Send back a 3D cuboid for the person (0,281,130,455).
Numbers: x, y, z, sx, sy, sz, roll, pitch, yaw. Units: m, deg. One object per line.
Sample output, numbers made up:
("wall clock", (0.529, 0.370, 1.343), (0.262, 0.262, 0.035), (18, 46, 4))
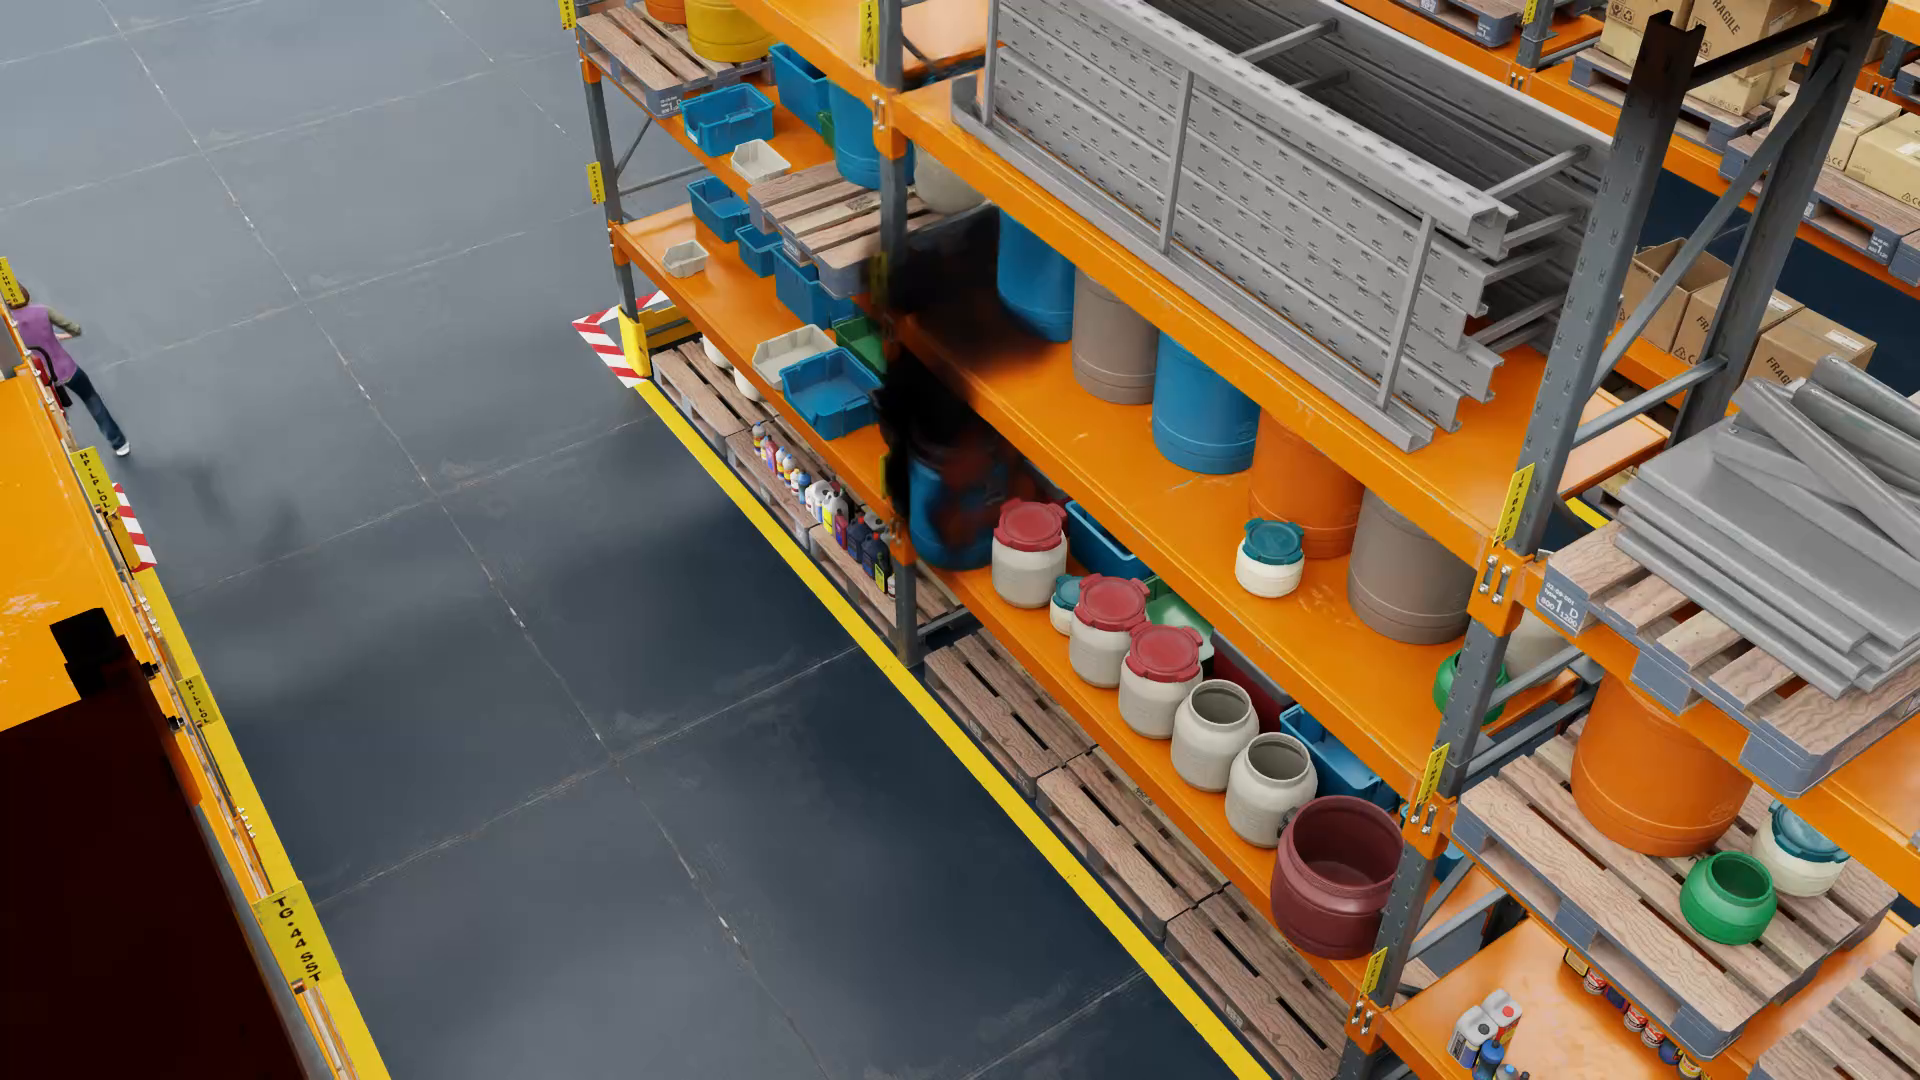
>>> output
("person", (-6.581, -1.229, 11.970), (0.640, 1.523, 0.592), (-28, 49, -27))
